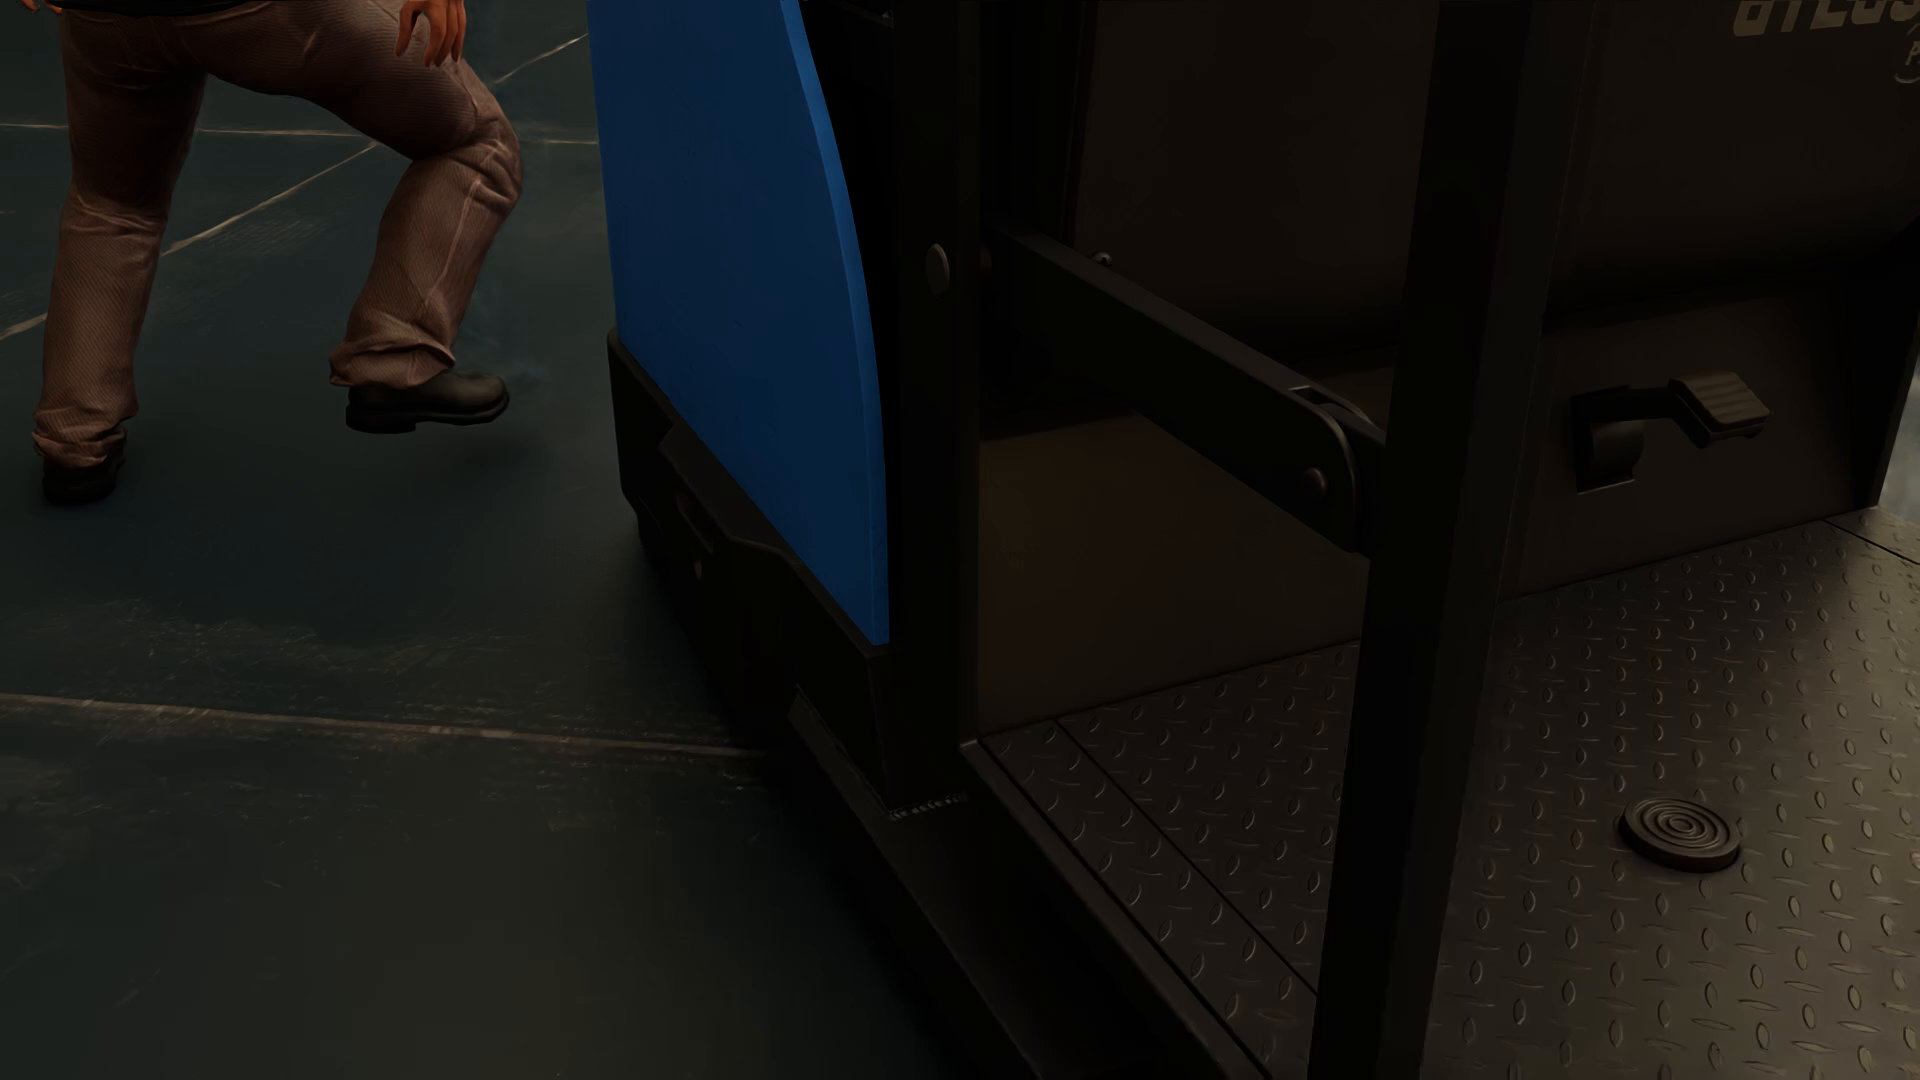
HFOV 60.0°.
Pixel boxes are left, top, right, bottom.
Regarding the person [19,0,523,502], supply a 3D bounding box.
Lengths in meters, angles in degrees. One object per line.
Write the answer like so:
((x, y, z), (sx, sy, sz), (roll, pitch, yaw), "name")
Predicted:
((-1.119, -0.859, 2.444), (0.916, 1.613, 0.598), (9, 28, 17), "person")

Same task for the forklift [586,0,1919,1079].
((0.572, -0.843, 0.907), (1.130, 2.935, 3.031), (-12, 29, -22), "forklift")
